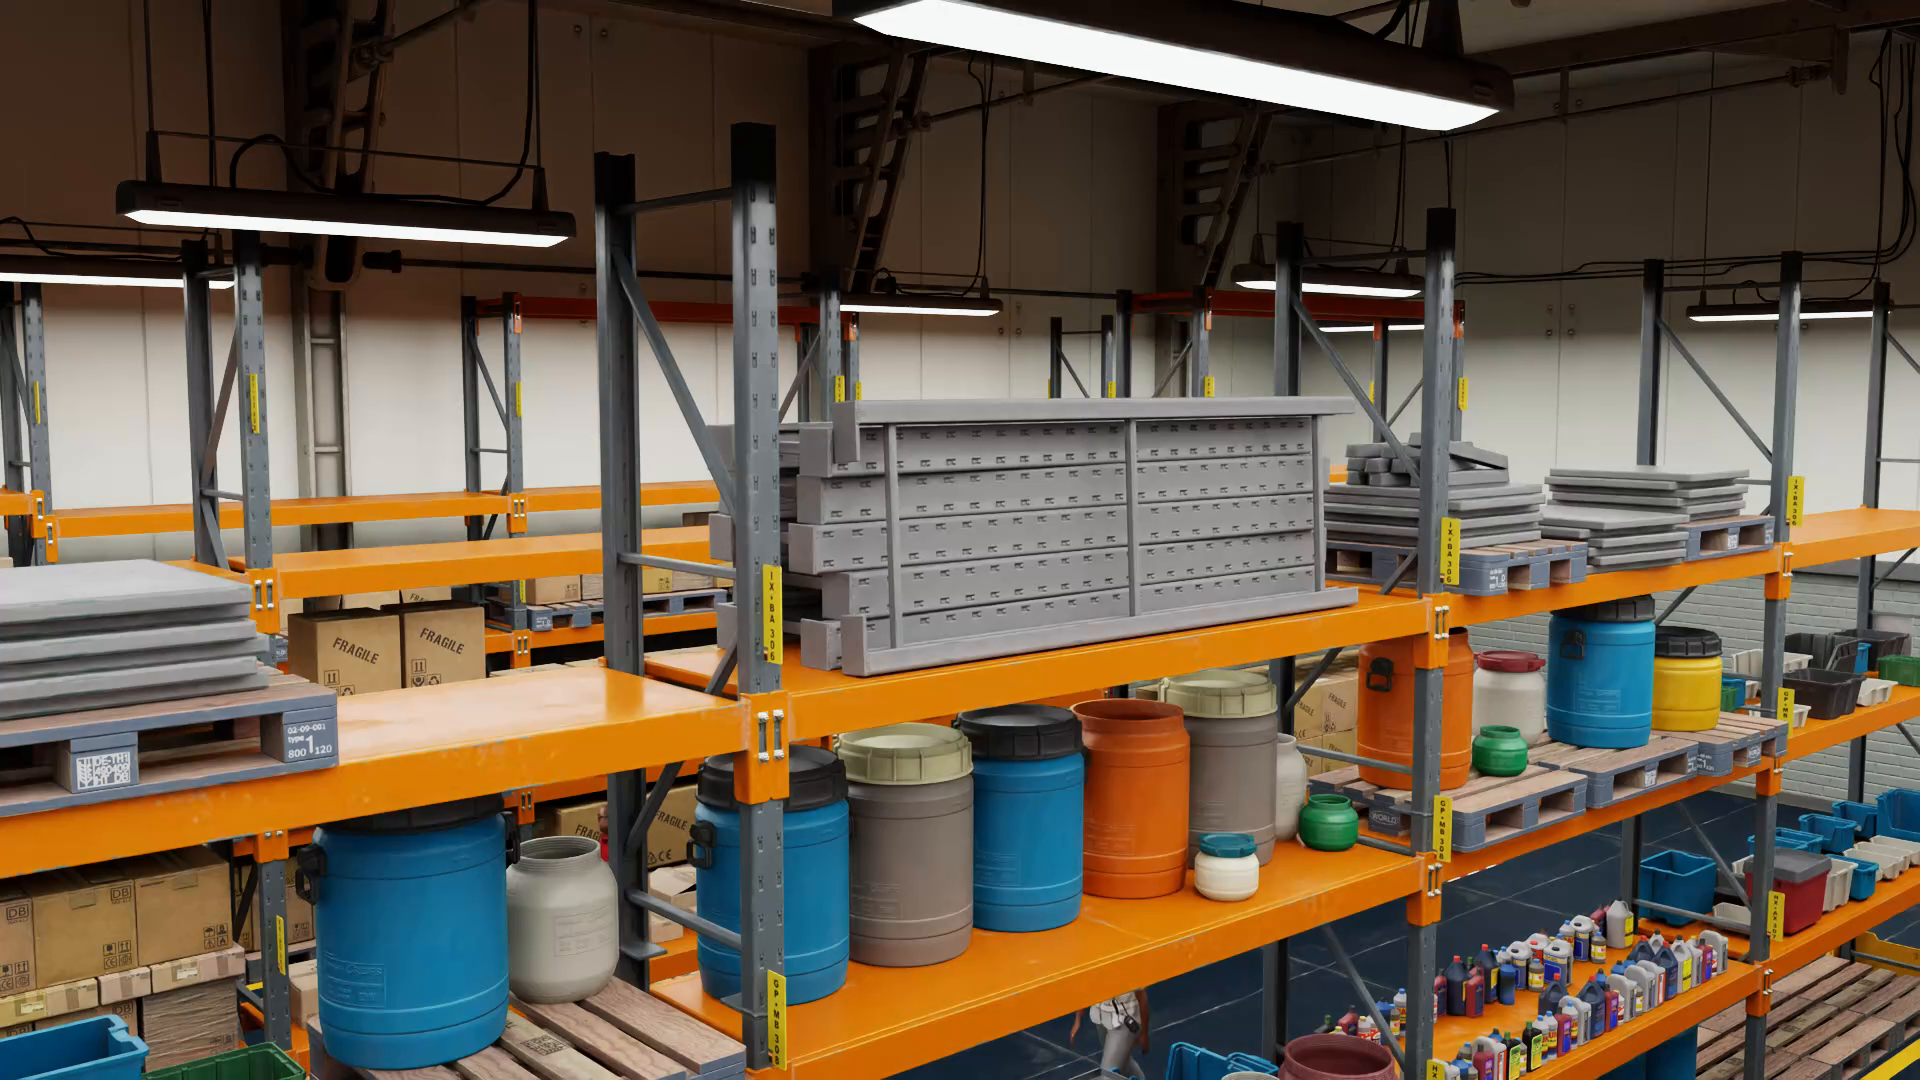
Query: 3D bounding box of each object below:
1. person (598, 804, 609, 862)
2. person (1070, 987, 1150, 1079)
[{"bbox_3d":[-2.921,3.009,13.705,0.900,1.698,0.575,-3,6,-29],"label":"person"},{"bbox_3d":[0.980,3.275,11.204,0.992,1.625,0.463,-4,7,-34],"label":"person"}]
